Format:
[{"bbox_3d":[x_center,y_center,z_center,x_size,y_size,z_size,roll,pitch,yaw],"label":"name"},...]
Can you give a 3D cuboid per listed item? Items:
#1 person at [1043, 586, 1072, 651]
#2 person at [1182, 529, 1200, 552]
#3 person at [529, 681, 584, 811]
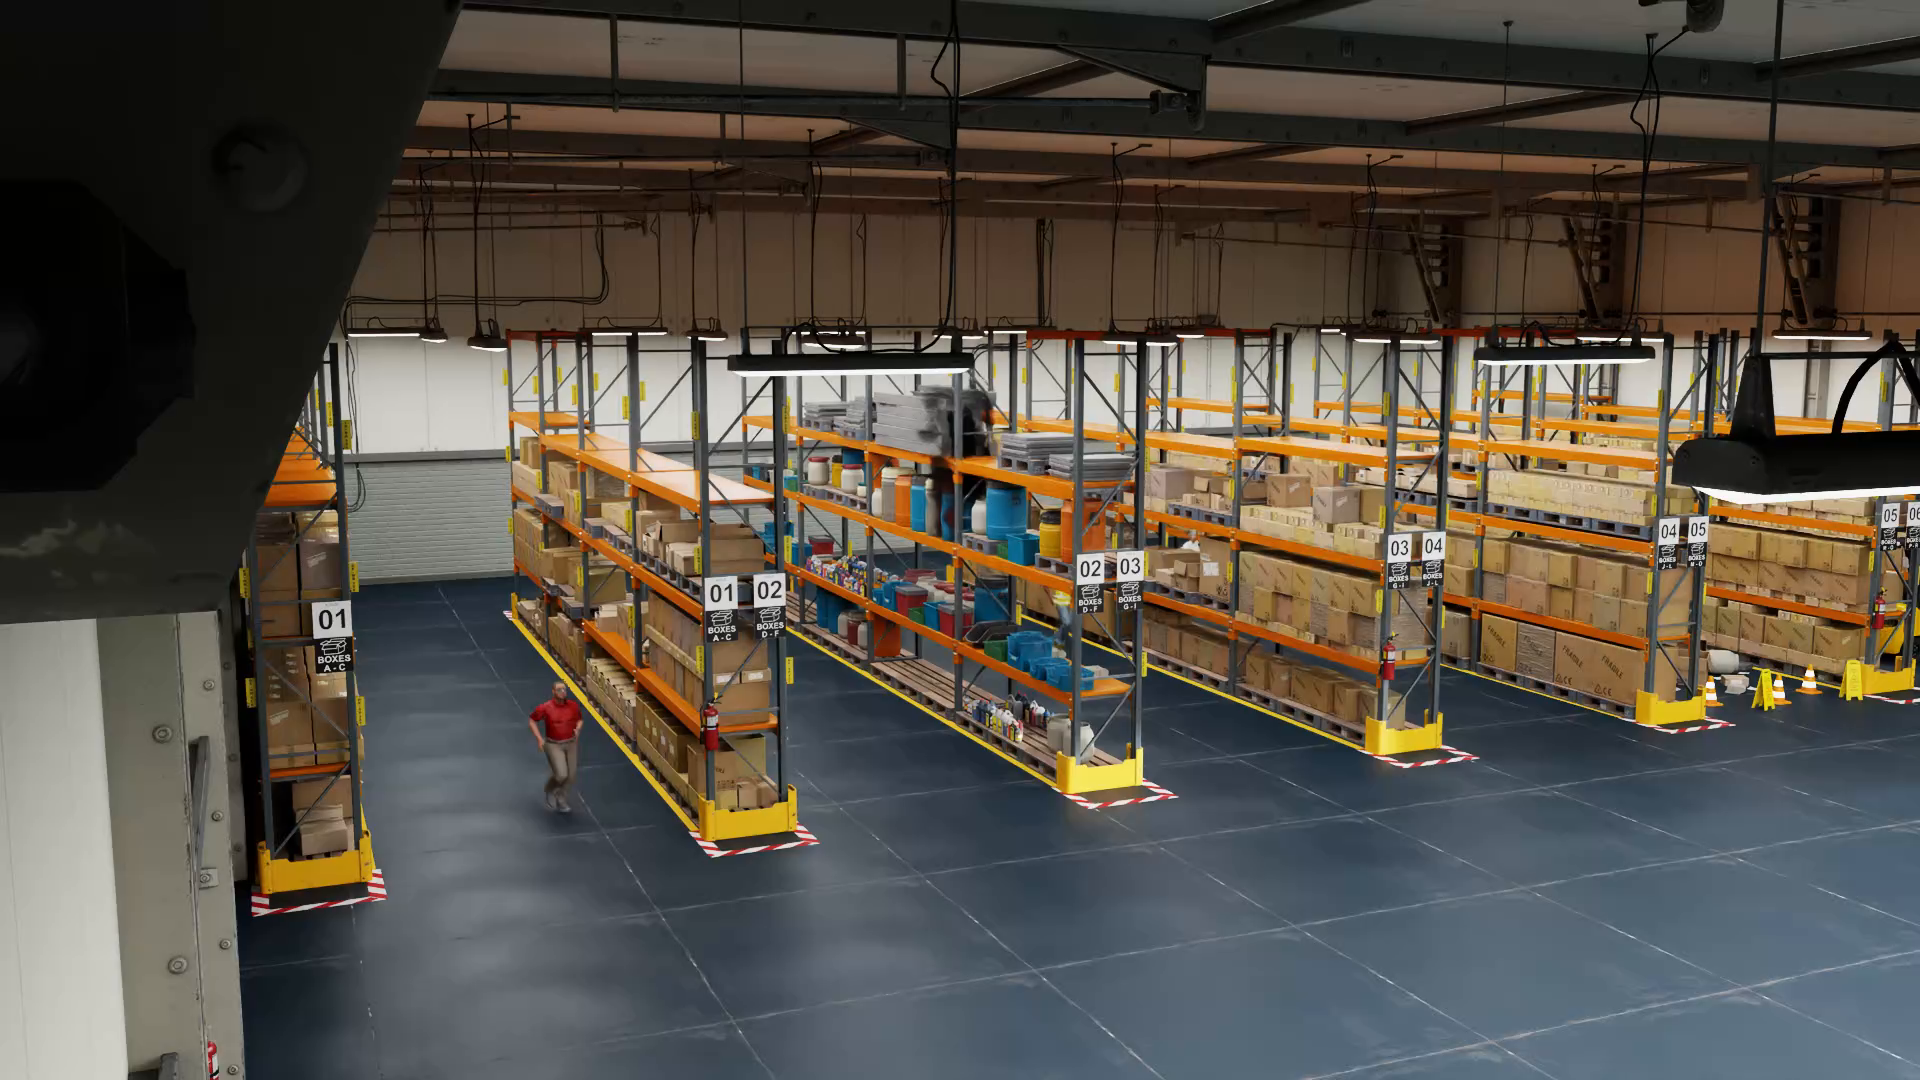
[{"bbox_3d":[1.935,1.210,30.456,0.672,1.804,0.741,-5,9,-30],"label":"person"},{"bbox_3d":[5.073,0.586,35.981,0.623,1.675,0.991,-3,8,-21],"label":"person"},{"bbox_3d":[-5.040,2.633,21.081,0.651,1.684,0.602,-6,10,-38],"label":"person"}]
